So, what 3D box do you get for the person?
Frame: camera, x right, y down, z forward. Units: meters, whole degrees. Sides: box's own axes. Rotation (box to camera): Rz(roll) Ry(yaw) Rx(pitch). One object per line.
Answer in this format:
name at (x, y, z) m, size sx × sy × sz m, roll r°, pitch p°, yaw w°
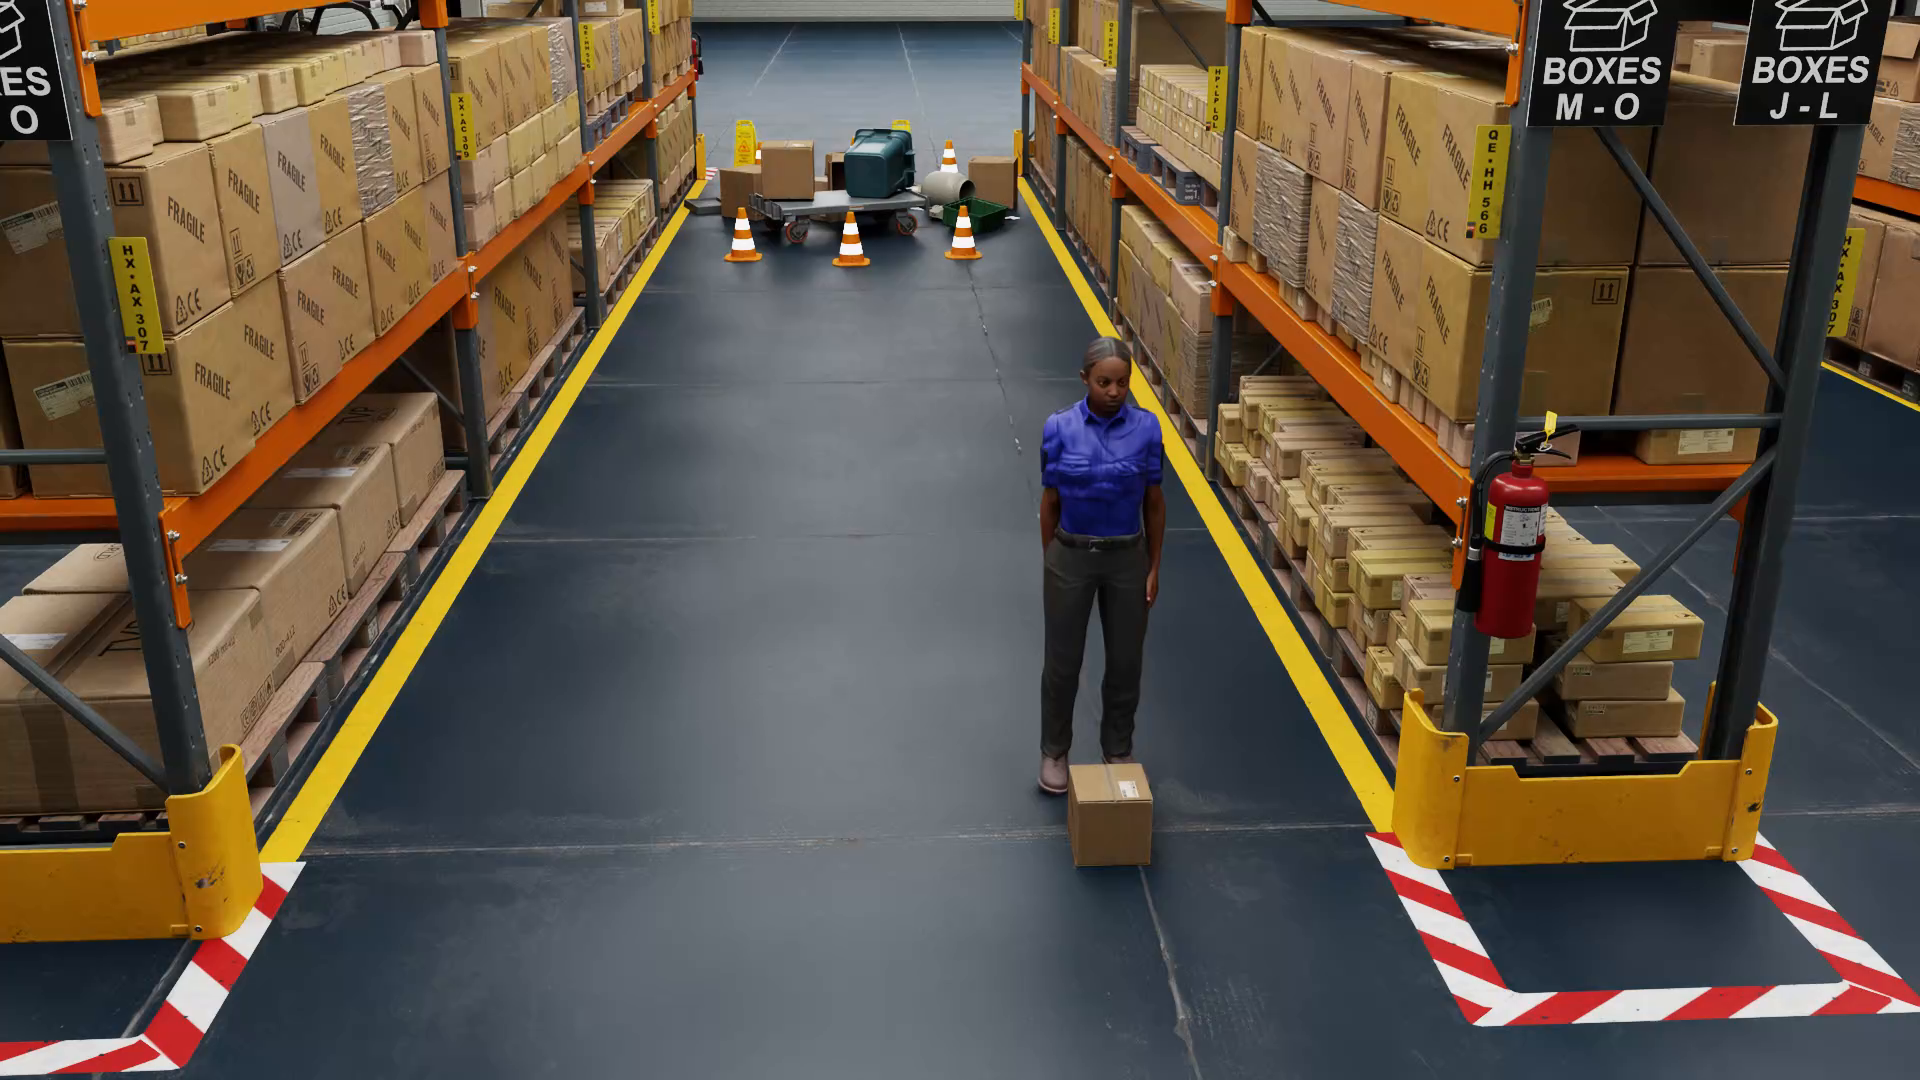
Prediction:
person at (0.496, 0.098, 5.832) m, size 0.438 × 1.658 × 0.300 m, roll -1°, pitch 21°, yaw -2°
